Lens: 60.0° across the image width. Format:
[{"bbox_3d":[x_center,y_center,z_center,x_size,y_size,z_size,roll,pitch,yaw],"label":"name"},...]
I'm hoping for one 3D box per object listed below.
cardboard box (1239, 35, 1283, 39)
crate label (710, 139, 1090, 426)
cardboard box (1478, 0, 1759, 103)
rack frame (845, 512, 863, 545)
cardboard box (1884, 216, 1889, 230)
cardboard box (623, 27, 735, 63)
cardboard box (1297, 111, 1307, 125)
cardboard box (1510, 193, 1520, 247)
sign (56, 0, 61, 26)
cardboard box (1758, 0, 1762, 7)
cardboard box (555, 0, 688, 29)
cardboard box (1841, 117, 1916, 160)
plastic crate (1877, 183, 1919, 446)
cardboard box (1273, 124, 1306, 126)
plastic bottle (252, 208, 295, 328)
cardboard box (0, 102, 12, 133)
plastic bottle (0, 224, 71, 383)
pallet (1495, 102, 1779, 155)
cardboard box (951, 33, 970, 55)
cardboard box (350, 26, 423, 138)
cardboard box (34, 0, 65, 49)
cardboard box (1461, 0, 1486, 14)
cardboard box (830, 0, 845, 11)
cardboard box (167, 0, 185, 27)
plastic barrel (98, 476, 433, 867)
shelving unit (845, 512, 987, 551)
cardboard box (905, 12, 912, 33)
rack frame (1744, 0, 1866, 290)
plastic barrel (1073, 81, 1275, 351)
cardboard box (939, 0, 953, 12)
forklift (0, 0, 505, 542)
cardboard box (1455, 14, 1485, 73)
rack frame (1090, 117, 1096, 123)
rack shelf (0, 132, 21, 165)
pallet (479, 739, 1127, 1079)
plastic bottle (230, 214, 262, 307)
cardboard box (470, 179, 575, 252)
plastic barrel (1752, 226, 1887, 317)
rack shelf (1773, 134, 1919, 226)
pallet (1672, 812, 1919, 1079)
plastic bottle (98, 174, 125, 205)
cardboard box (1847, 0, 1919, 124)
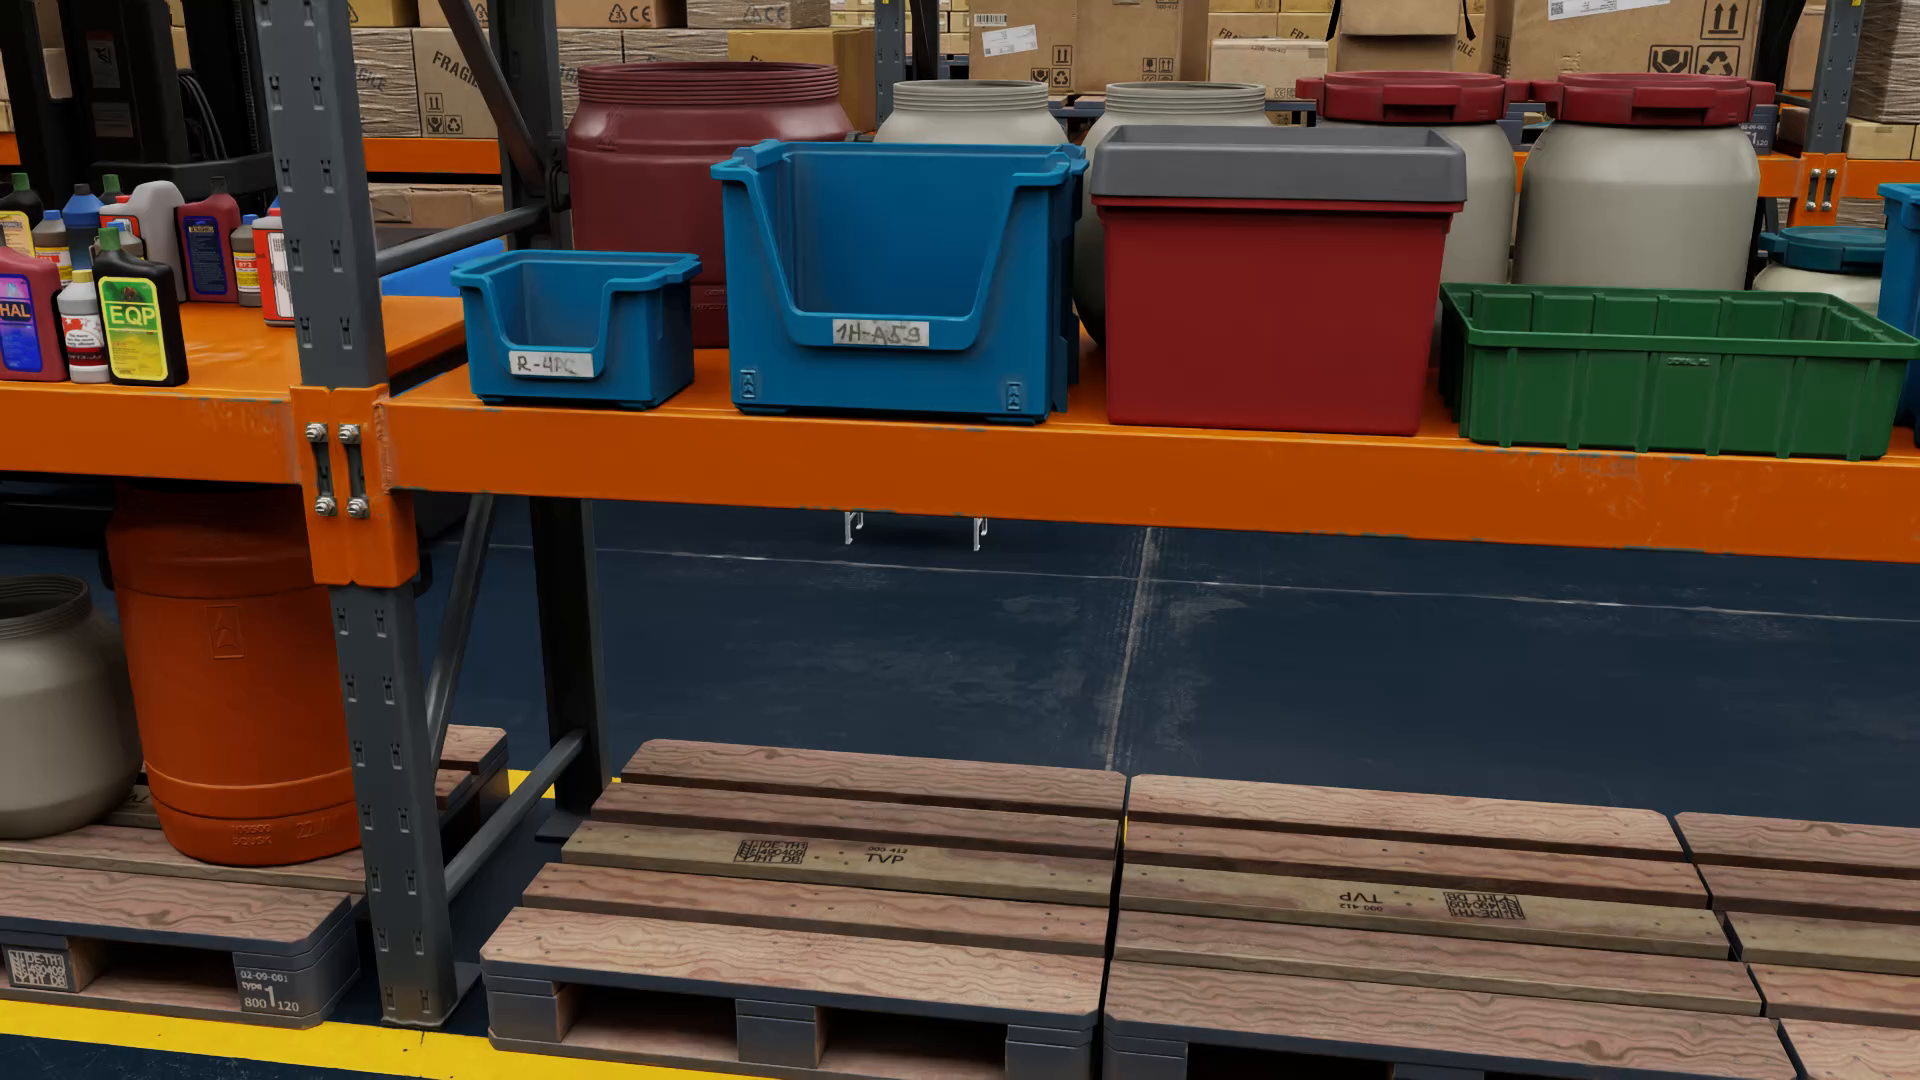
[{"bbox_3d":[1.447,-2.280,7.941,0.258,0.266,0.396,2,19,7],"label":"cardboard box"},{"bbox_3d":[-0.090,-0.475,2.938,0.616,0.435,0.502,3,19,9],"label":"crate label"},{"bbox_3d":[2.945,-2.510,7.471,1.000,1.000,1.000,3,19,9],"label":"cardboard box"},{"bbox_3d":[-0.404,-0.590,6.174,0.015,1.200,0.240,3,19,9],"label":"rack frame"},{"bbox_3d":[6.994,-2.539,11.851,0.875,0.875,0.875,3,19,8],"label":"cardboard box"},{"bbox_3d":[-1.260,-2.166,7.891,0.500,0.500,0.500,3,19,8],"label":"cardboard box"},{"bbox_3d":[4.781,-5.740,21.812,0.625,0.625,0.875,3,19,8],"label":"cardboard box"},{"bbox_3d":[3.966,-2.627,12.311,0.750,0.750,1.050,3,19,8],"label":"cardboard box"},{"bbox_3d":[-4.278,-2.620,7.916,0.005,0.325,0.100,3,19,9],"label":"sign"},{"bbox_3d":[5.514,-4.054,11.755,0.550,0.550,0.875,3,19,9],"label":"cardboard box"},{"bbox_3d":[-1.605,-2.743,8.035,0.637,0.503,0.797,3,19,10],"label":"cardboard box"},{"bbox_3d":[3.872,-1.719,7.109,0.250,0.149,0.380,3,19,9],"label":"cardboard box"},{"bbox_3d":[1.783,-0.342,2.622,0.575,0.384,0.392,3,19,9],"label":"plastic crate"},{"bbox_3d":[3.364,-4.096,17.296,0.625,0.372,0.950,4,19,10],"label":"cardboard box"},{"bbox_3d":[-1.428,-0.609,3.592,0.135,0.276,0.152,3,19,9],"label":"plastic bottle"},{"bbox_3d":[-4.799,-2.152,8.404,0.250,0.149,0.380,3,19,10],"label":"cardboard box"},{"bbox_3d":[-1.723,-0.436,3.061,0.133,0.283,0.061,3,19,9],"label":"plastic bottle"},{"bbox_3d":[2.975,-1.936,7.664,1.213,0.211,1.003,3,19,9],"label":"pallet"},{"bbox_3d":[0.084,-3.654,12.230,0.250,0.149,0.380,3,19,10],"label":"cardboard box"},{"bbox_3d":[-2.787,-2.241,8.116,0.500,0.500,0.500,2,19,7],"label":"cardboard box"},{"bbox_3d":[-4.688,-2.711,8.262,0.500,0.500,0.500,3,19,10],"label":"cardboard box"},{"bbox_3d":[3.594,-4.062,11.982,0.500,0.500,0.700,3,19,8],"label":"cardboard box"},{"bbox_3d":[-0.920,-3.989,12.294,0.250,0.149,0.380,3,19,9],"label":"cardboard box"},{"bbox_3d":[-3.560,-2.839,8.323,0.637,0.503,0.797,2,19,7],"label":"cardboard box"},{"bbox_3d":[-1.514,0.218,3.682,0.708,0.830,0.600,3,19,9],"label":"plastic barrel"},{"bbox_3d":[-0.163,-0.577,6.138,0.503,1.200,0.258,3,19,9],"label":"shelving unit"},{"bbox_3d":[-0.440,-3.822,12.263,0.250,0.149,0.380,3,19,10],"label":"cardboard box"},{"bbox_3d":[3.707,-1.943,7.383,0.127,3.000,1.000,3,19,9],"label":"rack frame"},{"bbox_3d":[0.438,-0.640,3.311,0.421,0.512,0.421,0,18,0],"label":"plastic barrel"},{"bbox_3d":[-0.160,-3.950,12.176,0.250,0.149,0.380,3,19,8],"label":"cardboard box"},{"bbox_3d":[-3.358,-1.542,6.293,3.031,2.935,1.130,3,19,10],"label":"forklift"},{"bbox_3d":[3.537,-3.507,11.900,0.500,0.500,0.500,3,19,8],"label":"cardboard box"},{"bbox_3d":[1.330,-5.249,17.263,0.127,3.000,1.000,3,19,9],"label":"rack frame"},{"bbox_3d":[-6.166,-2.105,9.001,4.000,0.370,1.077,3,19,9],"label":"rack shelf"},{"bbox_3d":[-0.269,0.781,3.636,1.213,0.211,1.003,3,19,9],"label":"pallet"},{"bbox_3d":[-1.610,-0.641,3.804,0.097,0.201,0.097,0,18,0],"label":"plastic bottle"},{"bbox_3d":[-1.799,-1.424,8.519,0.875,0.875,1.225,3,19,9],"label":"cardboard box"},{"bbox_3d":[1.639,-0.440,3.110,0.301,0.262,0.301,0,18,0],"label":"plastic barrel"},{"bbox_3d":[5.682,-1.501,7.196,4.000,0.370,1.077,3,19,9],"label":"rack shelf"},{"bbox_3d":[2.140,0.904,3.269,1.213,0.211,1.003,3,19,9],"label":"pallet"},{"bbox_3d":[-1.986,-0.705,3.866,0.133,0.283,0.061,3,19,9],"label":"plastic bottle"},{"bbox_3d":[4.142,-2.089,7.194,0.500,0.500,0.875,3,19,9],"label":"cardboard box"}]
